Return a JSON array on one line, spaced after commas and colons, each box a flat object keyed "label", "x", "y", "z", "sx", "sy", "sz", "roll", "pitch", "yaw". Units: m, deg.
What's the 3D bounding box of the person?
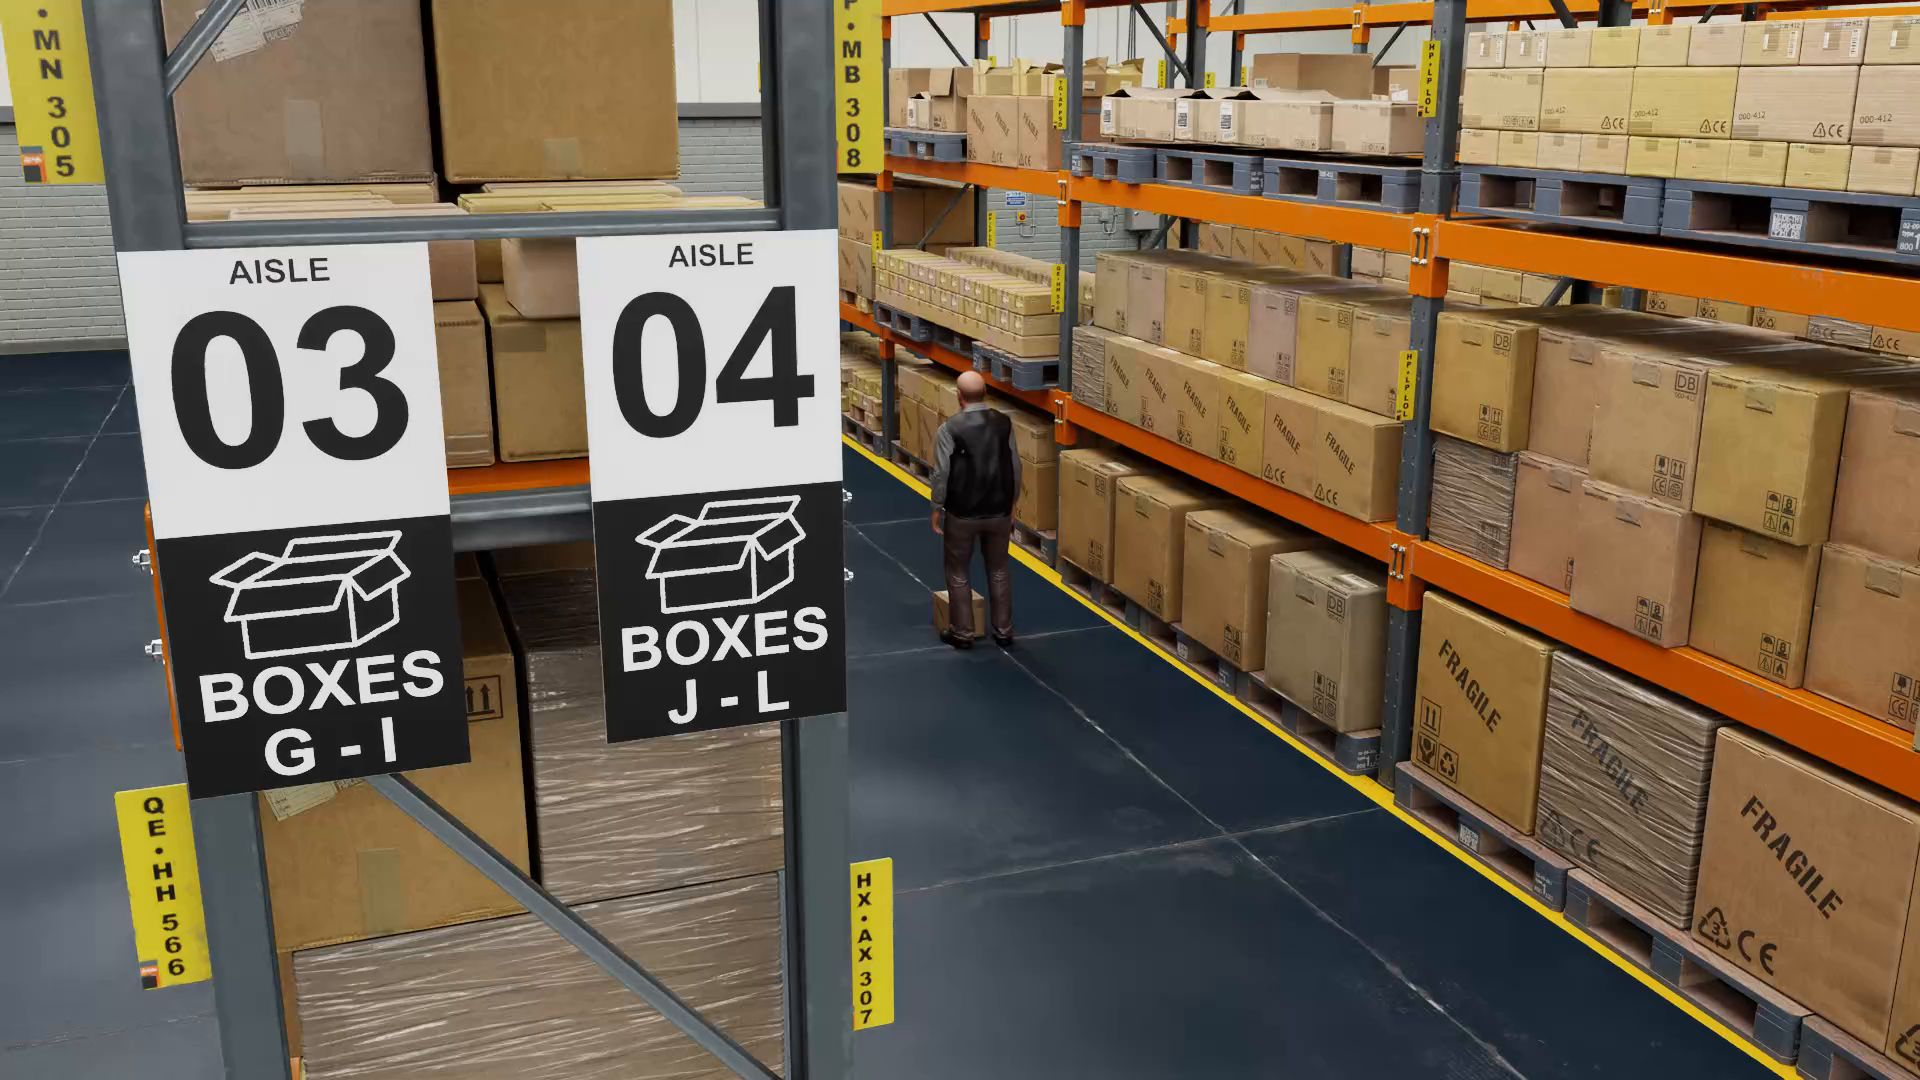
[{"label": "person", "x": 0.098, "y": -0.175, "z": 10.198, "sx": 0.580, "sy": 1.721, "sz": 0.460, "roll": -6, "pitch": 16, "yaw": -20}]
